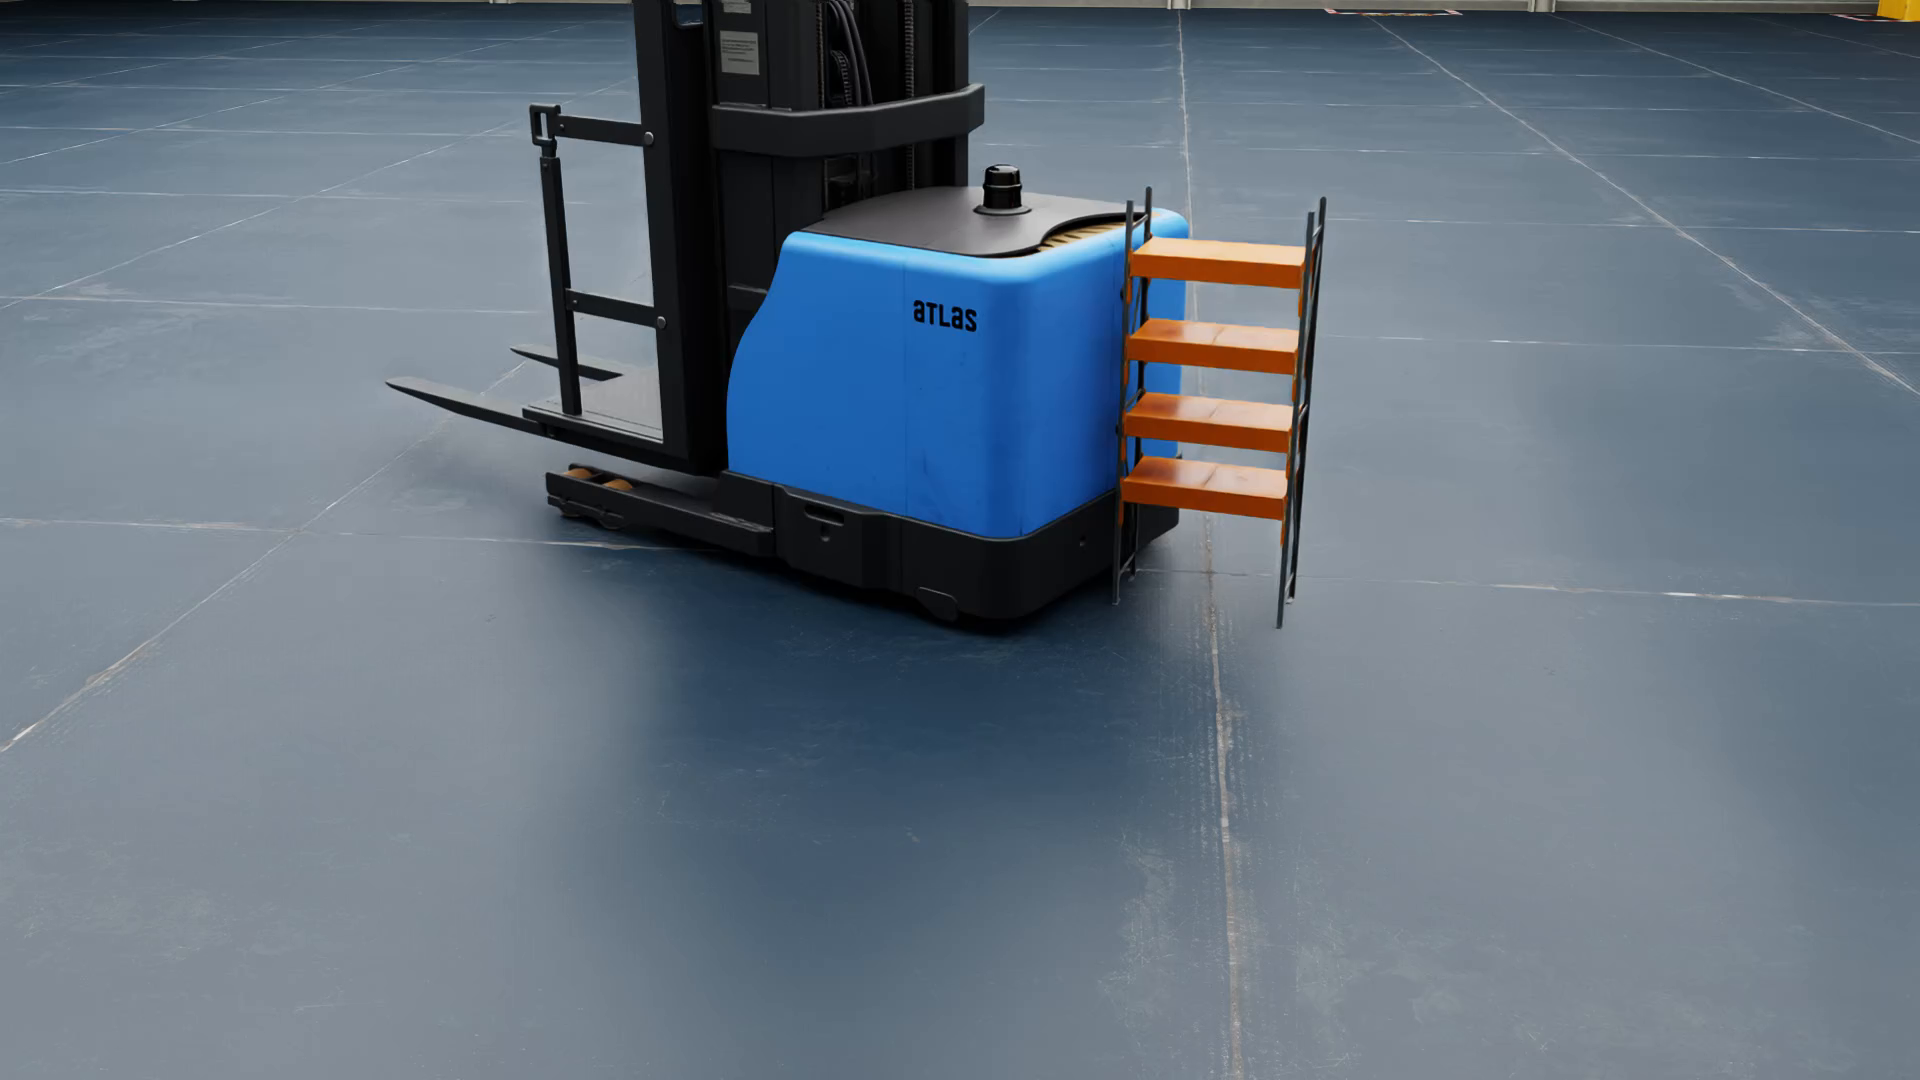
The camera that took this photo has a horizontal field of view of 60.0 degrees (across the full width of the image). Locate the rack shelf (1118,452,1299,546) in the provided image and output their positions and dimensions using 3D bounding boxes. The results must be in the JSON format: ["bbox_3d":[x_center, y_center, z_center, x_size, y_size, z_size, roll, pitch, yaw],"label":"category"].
[{"bbox_3d":[0.728,-0.125,4.847,0.480,0.148,0.258,7,23,18],"label":"rack shelf"}]

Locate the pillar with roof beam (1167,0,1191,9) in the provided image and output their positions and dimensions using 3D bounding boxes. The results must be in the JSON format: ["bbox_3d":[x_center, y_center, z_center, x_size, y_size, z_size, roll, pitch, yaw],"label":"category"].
[{"bbox_3d":[3.239,-11.706,22.810,0.400,9.000,9.100,2,22,6],"label":"pillar with roof beam"}]

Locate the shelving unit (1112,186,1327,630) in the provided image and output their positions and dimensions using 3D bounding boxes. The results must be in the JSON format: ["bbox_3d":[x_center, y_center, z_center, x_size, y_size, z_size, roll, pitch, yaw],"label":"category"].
[{"bbox_3d":[0.728,-0.372,4.750,0.503,1.200,0.258,7,23,18],"label":"shelving unit"}]

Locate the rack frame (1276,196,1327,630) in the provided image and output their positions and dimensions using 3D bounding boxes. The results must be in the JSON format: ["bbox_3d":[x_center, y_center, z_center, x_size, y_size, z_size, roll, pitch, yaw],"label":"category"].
[{"bbox_3d":[0.958,-0.342,4.674,0.015,1.200,0.240,7,23,18],"label":"rack frame"}]

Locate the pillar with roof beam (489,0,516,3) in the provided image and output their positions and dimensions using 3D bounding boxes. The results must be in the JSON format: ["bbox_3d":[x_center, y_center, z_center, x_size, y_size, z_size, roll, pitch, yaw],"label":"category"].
[{"bbox_3d":[-8.678,-12.225,24.123,0.400,9.000,9.100,2,22,6],"label":"pillar with roof beam"}]

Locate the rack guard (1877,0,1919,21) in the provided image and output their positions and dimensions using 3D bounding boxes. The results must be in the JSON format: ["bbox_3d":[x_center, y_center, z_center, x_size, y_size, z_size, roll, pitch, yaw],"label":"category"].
[{"bbox_3d":[14.941,-8.517,26.304,0.348,0.500,1.175,2,22,6],"label":"rack guard"}]

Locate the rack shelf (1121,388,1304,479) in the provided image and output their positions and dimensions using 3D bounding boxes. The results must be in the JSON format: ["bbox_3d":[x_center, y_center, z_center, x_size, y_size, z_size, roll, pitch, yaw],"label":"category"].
[{"bbox_3d":[0.728,-0.310,4.774,0.480,0.148,0.258,7,23,18],"label":"rack shelf"}]

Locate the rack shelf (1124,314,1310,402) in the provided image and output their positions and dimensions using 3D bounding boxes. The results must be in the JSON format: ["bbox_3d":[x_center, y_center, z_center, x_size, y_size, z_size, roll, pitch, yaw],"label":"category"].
[{"bbox_3d":[0.728,-0.518,4.692,0.480,0.148,0.258,7,23,18],"label":"rack shelf"}]

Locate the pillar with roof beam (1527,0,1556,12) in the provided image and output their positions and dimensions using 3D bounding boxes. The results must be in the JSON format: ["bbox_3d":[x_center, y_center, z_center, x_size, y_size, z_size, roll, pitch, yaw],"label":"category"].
[{"bbox_3d":[9.197,-11.446,22.153,0.400,9.000,9.100,2,22,6],"label":"pillar with roof beam"}]

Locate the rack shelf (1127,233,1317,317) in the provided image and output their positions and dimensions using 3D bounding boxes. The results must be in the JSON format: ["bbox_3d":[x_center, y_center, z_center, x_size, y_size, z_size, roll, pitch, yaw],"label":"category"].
[{"bbox_3d":[0.728,-0.738,4.605,0.480,0.148,0.258,7,23,18],"label":"rack shelf"}]

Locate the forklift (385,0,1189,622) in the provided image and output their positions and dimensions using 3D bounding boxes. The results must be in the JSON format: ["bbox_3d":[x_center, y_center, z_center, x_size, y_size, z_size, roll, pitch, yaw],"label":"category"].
[{"bbox_3d":[-0.782,-1.538,5.343,3.031,2.935,1.130,15,26,33],"label":"forklift"}]

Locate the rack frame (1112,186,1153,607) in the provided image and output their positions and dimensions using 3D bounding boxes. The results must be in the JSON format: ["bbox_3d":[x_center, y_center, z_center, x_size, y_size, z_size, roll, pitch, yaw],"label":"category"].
[{"bbox_3d":[0.498,-0.402,4.826,0.015,1.200,0.240,7,23,18],"label":"rack frame"}]
